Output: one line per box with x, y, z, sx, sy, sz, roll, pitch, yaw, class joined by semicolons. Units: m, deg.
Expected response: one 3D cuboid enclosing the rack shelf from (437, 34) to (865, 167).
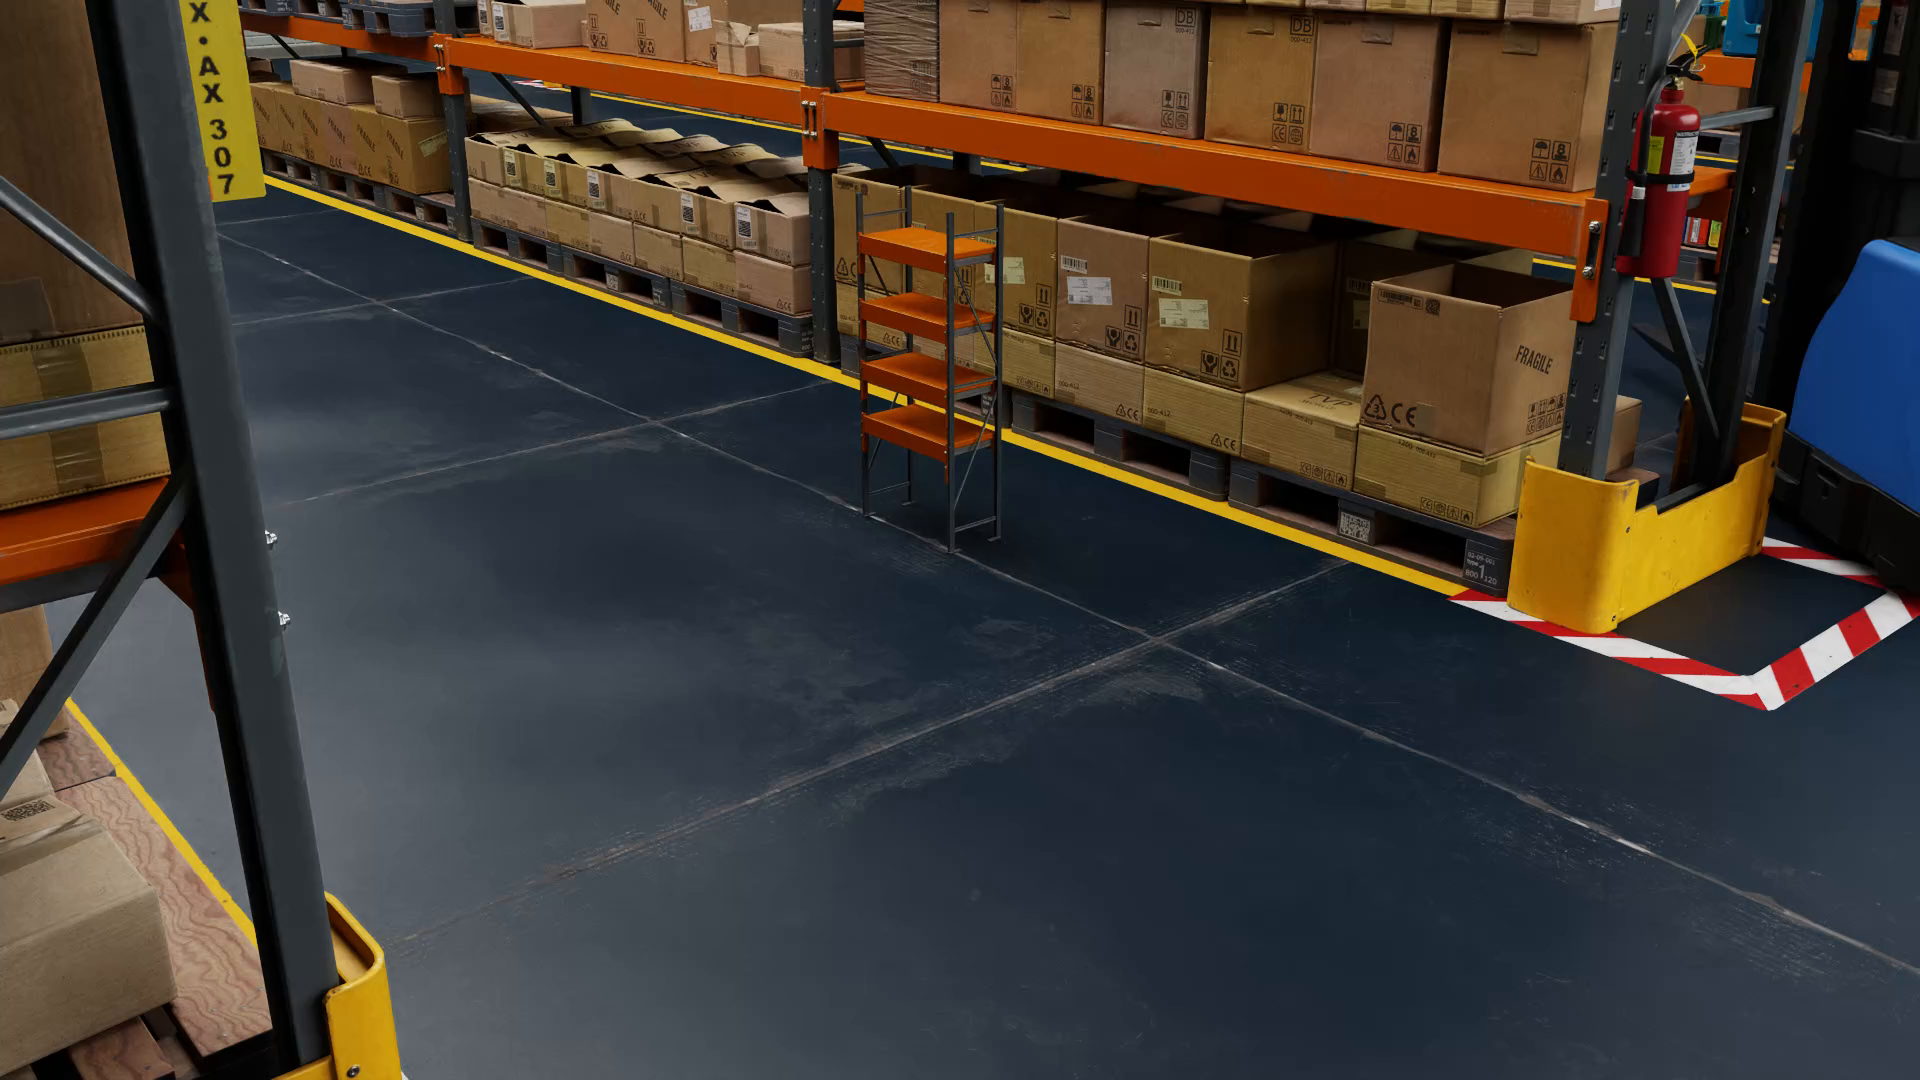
-1.615;-2.606;9.510;1.077;0.370;4.000;-17;27;-37;rack shelf

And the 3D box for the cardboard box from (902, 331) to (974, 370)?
0.086;-0.964;7.526;0.500;0.250;0.500;-17;27;-37;cardboard box

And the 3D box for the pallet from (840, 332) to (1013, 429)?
0.178;-0.860;7.891;1.003;0.211;1.213;-17;27;-37;pallet

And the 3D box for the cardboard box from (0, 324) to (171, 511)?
-1.526;-0.253;2.694;0.500;0.250;0.500;-18;28;-39;cardboard box

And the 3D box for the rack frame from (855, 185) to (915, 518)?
-0.267;-0.672;6.054;0.240;1.200;0.015;-17;27;-37;rack frame

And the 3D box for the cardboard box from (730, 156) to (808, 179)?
-1.052;-2.020;9.455;0.500;0.311;0.500;-19;28;-39;cardboard box

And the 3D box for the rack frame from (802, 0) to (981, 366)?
-0.309;-2.388;7.968;1.000;3.000;0.127;-17;27;-37;rack frame

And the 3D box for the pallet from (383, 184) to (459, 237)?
-3.379;-2.410;11.848;1.003;0.211;1.213;-17;27;-37;pallet

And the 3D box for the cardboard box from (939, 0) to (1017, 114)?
0.334;-2.169;7.273;0.700;0.500;0.500;-18;28;-38;cardboard box

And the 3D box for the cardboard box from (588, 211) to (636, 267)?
-1.794;-1.771;9.588;0.500;0.250;0.500;-17;27;-36;cardboard box

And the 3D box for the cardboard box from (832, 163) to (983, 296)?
-0.244;-1.450;7.739;0.500;0.500;0.500;-17;27;-37;cardboard box

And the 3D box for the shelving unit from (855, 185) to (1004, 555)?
-0.108;-0.604;5.882;0.258;1.200;0.503;-17;27;-37;shelving unit

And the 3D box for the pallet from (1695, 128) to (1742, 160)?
6.689;-3.662;15.044;1.003;0.211;1.213;-17;27;-37;pallet

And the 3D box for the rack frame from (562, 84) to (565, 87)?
-4.387;-6.882;19.441;1.000;3.000;0.127;-17;27;-37;rack frame

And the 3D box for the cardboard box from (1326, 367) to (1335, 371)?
1.465;-0.675;6.789;0.500;0.250;0.500;-17;27;-37;cardboard box

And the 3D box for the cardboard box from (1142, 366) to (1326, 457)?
1.065;-0.549;6.467;0.500;0.250;0.500;-17;27;-37;cardboard box

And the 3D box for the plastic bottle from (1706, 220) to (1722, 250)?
4.436;-1.832;9.670;0.061;0.283;0.133;-17;27;-36;plastic bottle

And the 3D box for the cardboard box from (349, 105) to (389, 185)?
-4.046;-2.880;12.048;0.500;0.500;0.500;-19;28;-39;cardboard box

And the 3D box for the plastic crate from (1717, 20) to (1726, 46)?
4.698;-3.055;10.033;0.530;0.136;0.437;-17;27;-37;plastic crate

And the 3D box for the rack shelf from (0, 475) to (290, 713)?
-2.754;-0.320;3.675;1.077;0.370;4.000;-17;27;-37;rack shelf

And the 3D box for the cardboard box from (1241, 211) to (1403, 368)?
1.456;-1.021;6.645;0.500;0.500;0.500;-17;27;-37;cardboard box

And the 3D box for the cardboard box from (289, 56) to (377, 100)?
-4.747;-3.521;12.656;0.500;0.250;0.500;-17;27;-37;cardboard box

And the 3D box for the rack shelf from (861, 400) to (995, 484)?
-0.108;-0.357;5.979;0.258;0.148;0.480;-17;27;-37;rack shelf

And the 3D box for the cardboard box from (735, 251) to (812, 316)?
-0.799;-1.349;8.510;0.500;0.250;0.500;-18;28;-38;cardboard box

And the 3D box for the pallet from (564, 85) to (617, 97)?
-3.878;-5.346;19.344;1.003;0.211;1.213;-17;27;-37;pallet

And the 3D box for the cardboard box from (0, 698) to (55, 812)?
-2.204;0.574;3.488;0.500;0.311;0.500;-15;26;-33;cardboard box

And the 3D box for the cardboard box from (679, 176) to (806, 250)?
-1.135;-1.750;8.766;0.500;0.311;0.500;-17;27;-36;cardboard box

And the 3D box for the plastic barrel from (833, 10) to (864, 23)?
-0.972;-4.645;16.032;0.600;0.901;0.708;-17;27;-37;plastic barrel

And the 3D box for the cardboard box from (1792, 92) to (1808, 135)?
7.429;-3.657;14.060;0.500;0.500;0.500;-18;28;-39;cardboard box

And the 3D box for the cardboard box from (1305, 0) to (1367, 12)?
1.407;-1.904;5.707;0.380;0.149;0.250;-17;27;-37;cardboard box

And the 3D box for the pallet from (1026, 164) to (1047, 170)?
1.311;-3.150;13.736;1.003;0.211;1.213;-17;27;-37;pallet

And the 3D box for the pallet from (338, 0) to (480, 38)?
-3.416;-3.575;11.260;1.213;0.211;1.003;-17;27;-37;pallet

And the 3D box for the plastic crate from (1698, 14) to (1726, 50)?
4.118;-3.025;9.886;0.450;0.188;0.662;-17;27;-37;plastic crate

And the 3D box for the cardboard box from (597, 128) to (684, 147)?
-2.048;-2.442;10.530;0.500;0.311;0.500;-18;28;-38;cardboard box

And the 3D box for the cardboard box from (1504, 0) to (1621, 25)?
1.908;-1.692;5.164;0.380;0.149;0.250;-18;28;-38;cardboard box

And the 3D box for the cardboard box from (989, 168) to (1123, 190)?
0.477;-1.436;7.702;0.500;0.500;0.500;-17;27;-37;cardboard box

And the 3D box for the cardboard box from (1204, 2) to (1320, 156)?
1.341;-1.744;6.187;0.700;0.500;0.500;-17;27;-37;cardboard box

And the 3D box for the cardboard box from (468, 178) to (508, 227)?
-2.801;-2.194;10.667;0.500;0.250;0.500;-18;27;-38;cardboard box

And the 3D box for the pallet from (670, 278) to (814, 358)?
-0.820;-1.284;8.973;1.003;0.211;1.213;-17;27;-37;pallet

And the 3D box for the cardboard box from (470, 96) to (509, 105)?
-3.670;-3.011;12.383;0.500;0.500;0.500;-18;28;-38;cardboard box

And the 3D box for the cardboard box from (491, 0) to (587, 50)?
-2.483;-3.159;10.058;0.500;0.311;0.500;-18;28;-38;cardboard box

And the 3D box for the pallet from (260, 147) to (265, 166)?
-5.979;-3.490;14.605;1.003;0.211;1.213;-17;27;-37;pallet

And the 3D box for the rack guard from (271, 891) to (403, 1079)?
-1.498;1.040;2.643;1.175;0.500;0.348;-17;27;-37;rack guard

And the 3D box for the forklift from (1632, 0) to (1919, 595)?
3.588;-1.652;6.183;1.130;2.935;3.031;0;21;0;forklift

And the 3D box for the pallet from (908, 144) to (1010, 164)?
0.289;-3.581;14.837;1.003;0.211;1.213;-17;27;-37;pallet

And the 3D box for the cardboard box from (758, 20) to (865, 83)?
-0.664;-2.444;8.317;0.500;0.250;0.500;-15;26;-34;cardboard box

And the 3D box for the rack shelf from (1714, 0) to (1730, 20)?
5.893;-4.963;15.529;1.077;0.370;4.000;-17;27;-37;rack shelf

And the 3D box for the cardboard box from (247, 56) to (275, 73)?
-6.761;-4.159;15.309;0.797;0.503;0.637;-17;27;-37;cardboard box

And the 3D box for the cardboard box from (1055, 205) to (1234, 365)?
0.737;-1.036;6.682;0.500;0.500;0.500;-17;27;-37;cardboard box

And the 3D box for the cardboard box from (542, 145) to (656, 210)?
-2.120;-2.170;9.838;0.500;0.311;0.500;-18;28;-39;cardboard box

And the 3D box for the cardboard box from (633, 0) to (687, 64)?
-1.469;-2.935;9.227;0.500;0.500;0.500;-17;27;-37;cardboard box

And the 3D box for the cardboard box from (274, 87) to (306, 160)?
-5.043;-3.303;13.128;0.500;0.500;0.500;-17;27;-37;cardboard box
